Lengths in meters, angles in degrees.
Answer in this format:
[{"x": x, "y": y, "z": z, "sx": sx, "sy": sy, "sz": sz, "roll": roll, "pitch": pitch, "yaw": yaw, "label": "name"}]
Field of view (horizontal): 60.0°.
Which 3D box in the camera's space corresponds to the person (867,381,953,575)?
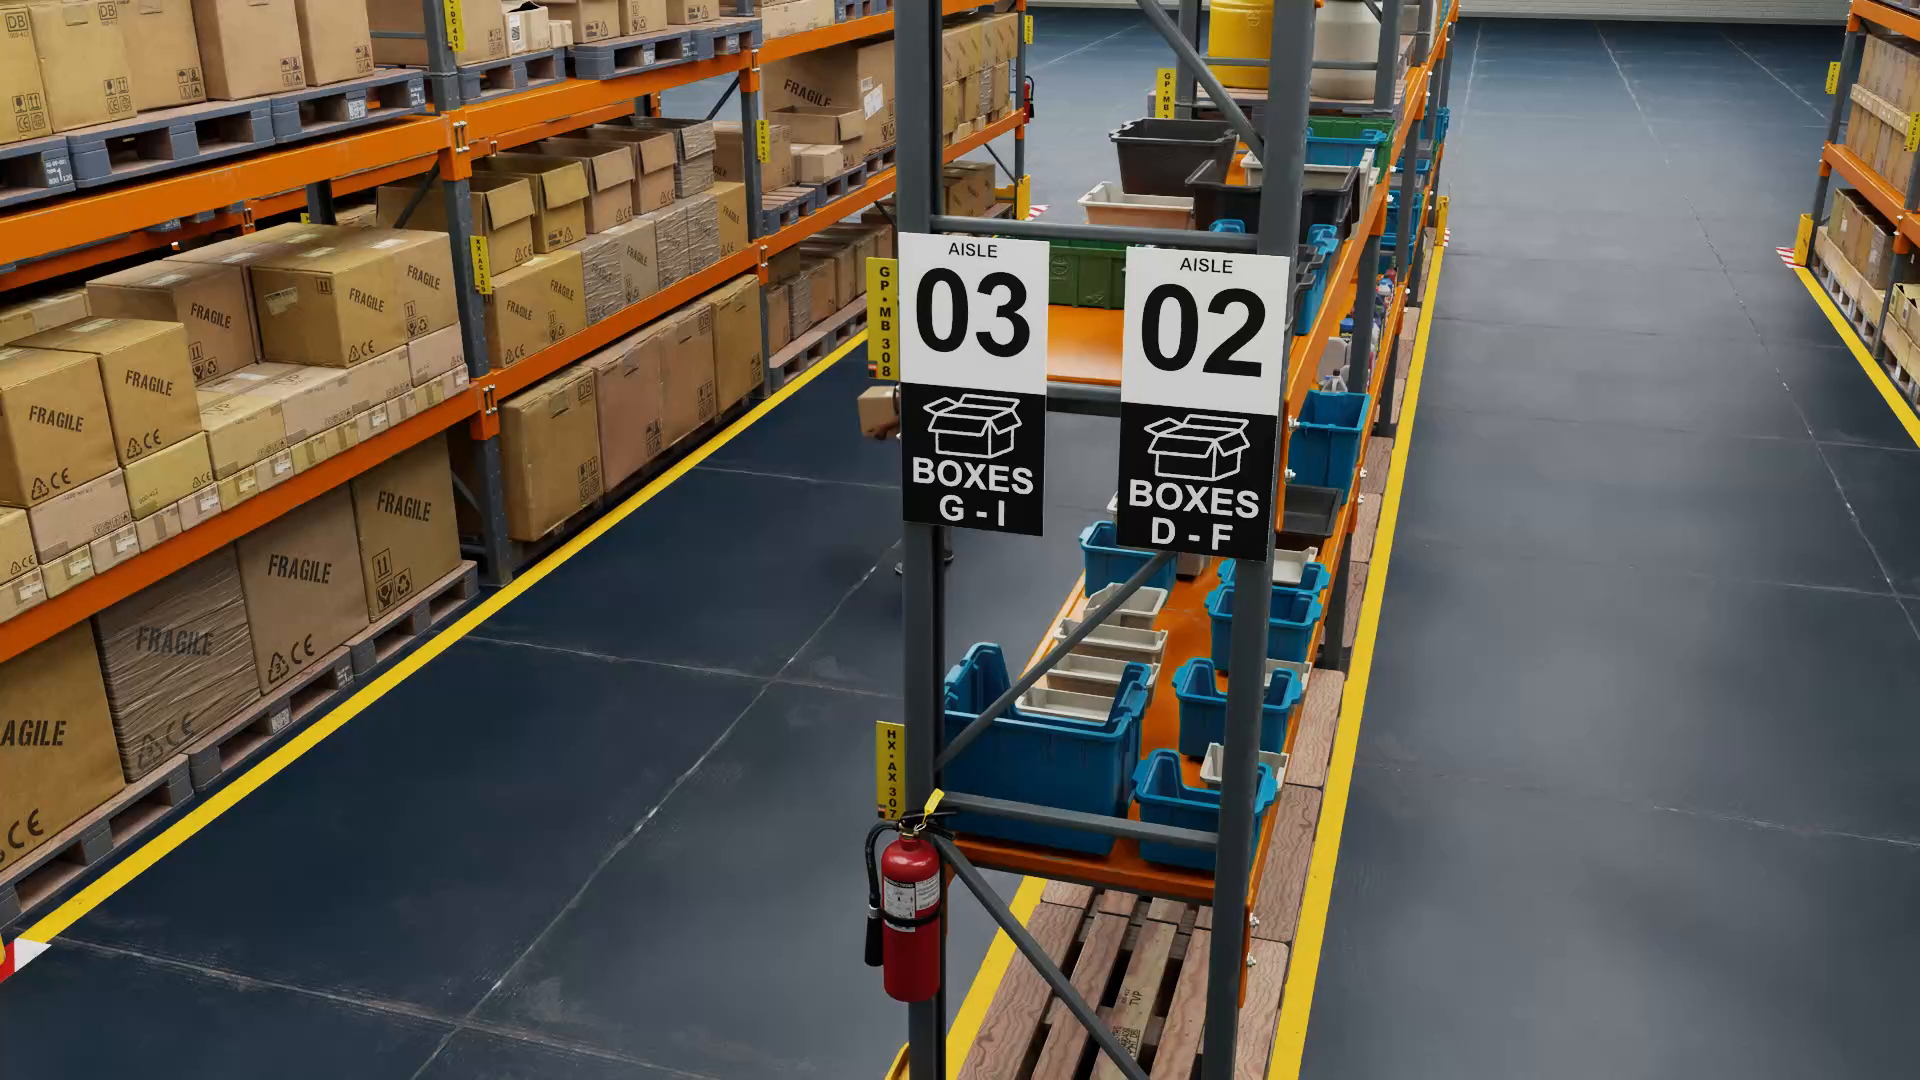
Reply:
[{"x": -0.275, "y": -0.620, "z": 10.087, "sx": 0.520, "sy": 1.690, "sz": 0.449, "roll": 7, "pitch": 23, "yaw": 16, "label": "person"}]
